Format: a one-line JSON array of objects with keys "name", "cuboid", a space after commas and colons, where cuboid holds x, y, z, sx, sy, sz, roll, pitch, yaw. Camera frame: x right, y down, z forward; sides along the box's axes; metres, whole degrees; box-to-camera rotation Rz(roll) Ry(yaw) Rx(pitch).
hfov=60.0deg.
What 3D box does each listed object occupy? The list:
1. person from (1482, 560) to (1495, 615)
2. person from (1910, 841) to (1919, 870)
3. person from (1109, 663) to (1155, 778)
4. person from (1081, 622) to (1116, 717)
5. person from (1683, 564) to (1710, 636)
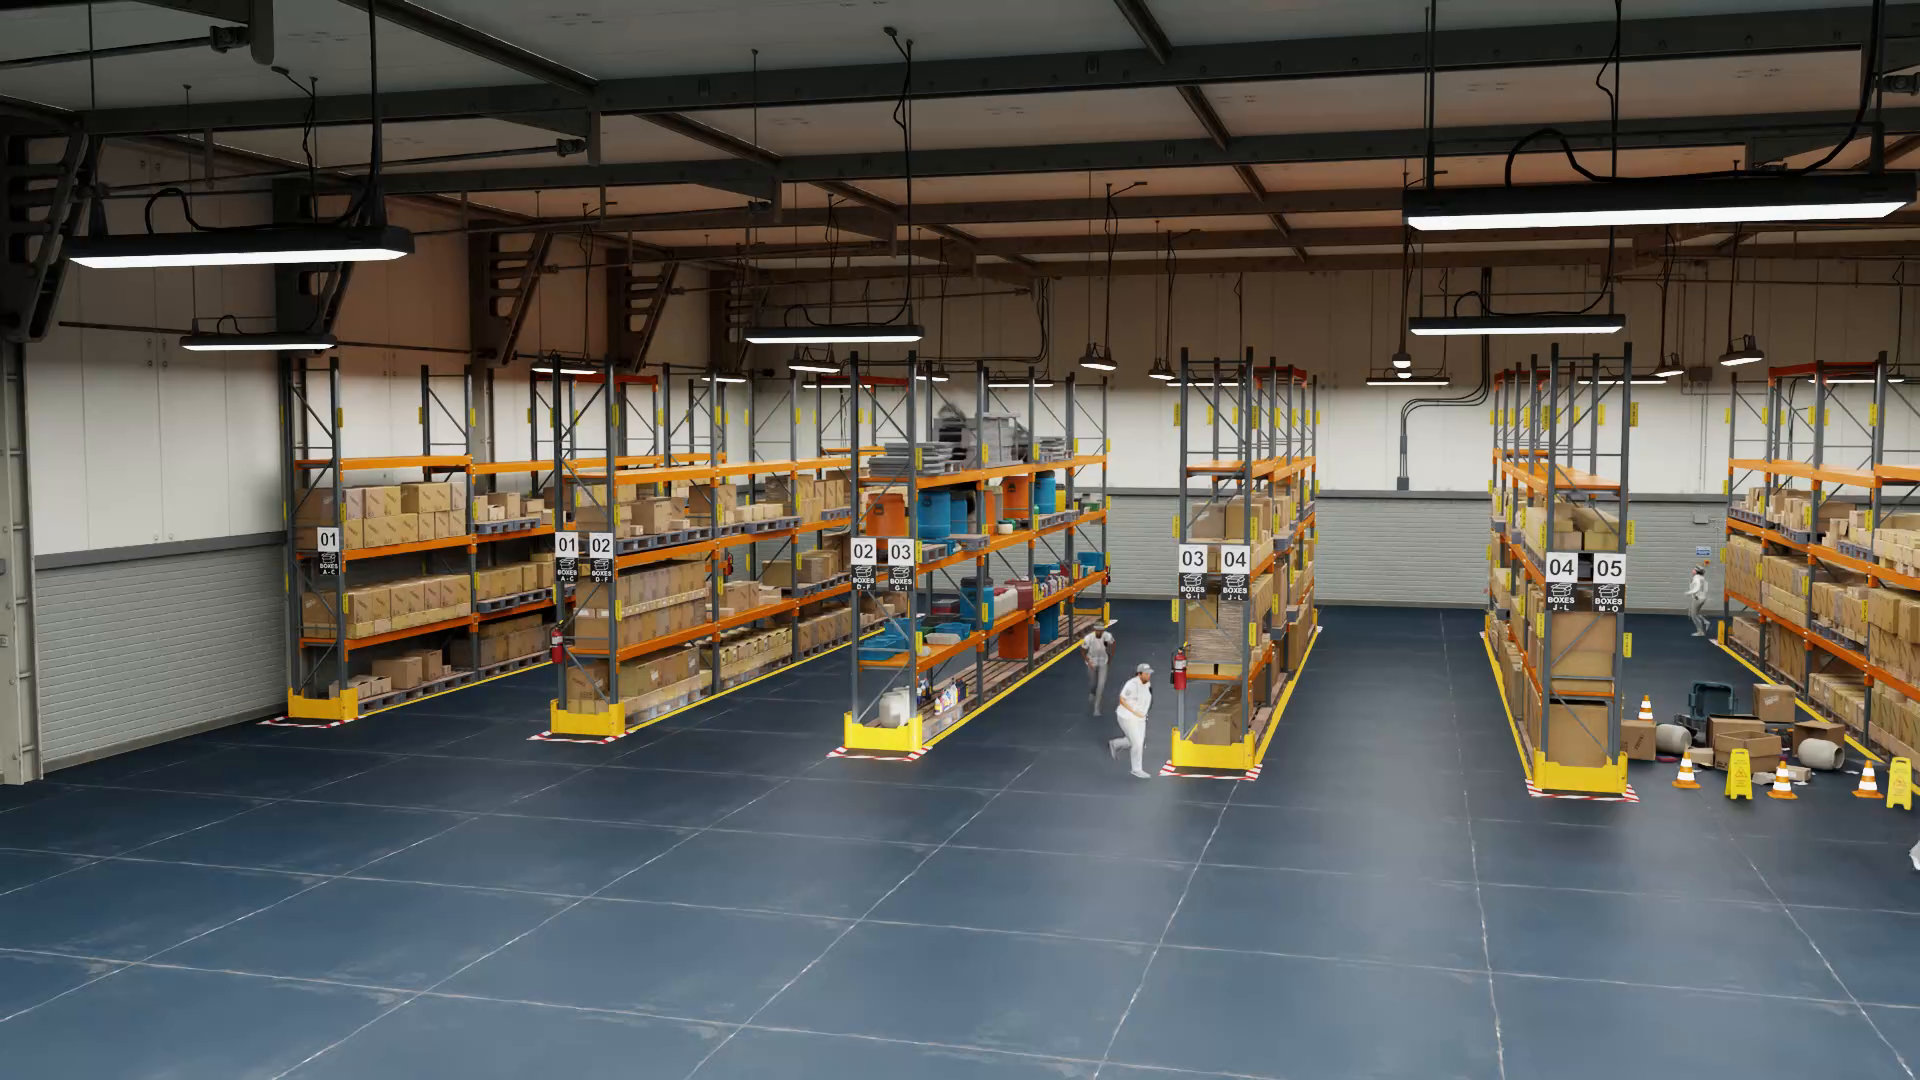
[{"name": "person", "cuboid": [12.590, 1.301, 38.973, 0.607, 1.740, 0.681, 0, 4, -2]}, {"name": "person", "cuboid": [10.667, 2.922, 17.876, 0.606, 1.626, 0.959, -1, 4, -19]}, {"name": "person", "cuboid": [2.394, 2.509, 23.318, 0.579, 1.615, 0.807, -4, 6, -42]}, {"name": "person", "cuboid": [2.336, 2.153, 28.305, 0.600, 1.625, 0.964, 0, 4, -5]}, {"name": "person", "cuboid": [16.911, 1.377, 38.172, 0.566, 1.668, 0.605, 3, 5, 34]}]
